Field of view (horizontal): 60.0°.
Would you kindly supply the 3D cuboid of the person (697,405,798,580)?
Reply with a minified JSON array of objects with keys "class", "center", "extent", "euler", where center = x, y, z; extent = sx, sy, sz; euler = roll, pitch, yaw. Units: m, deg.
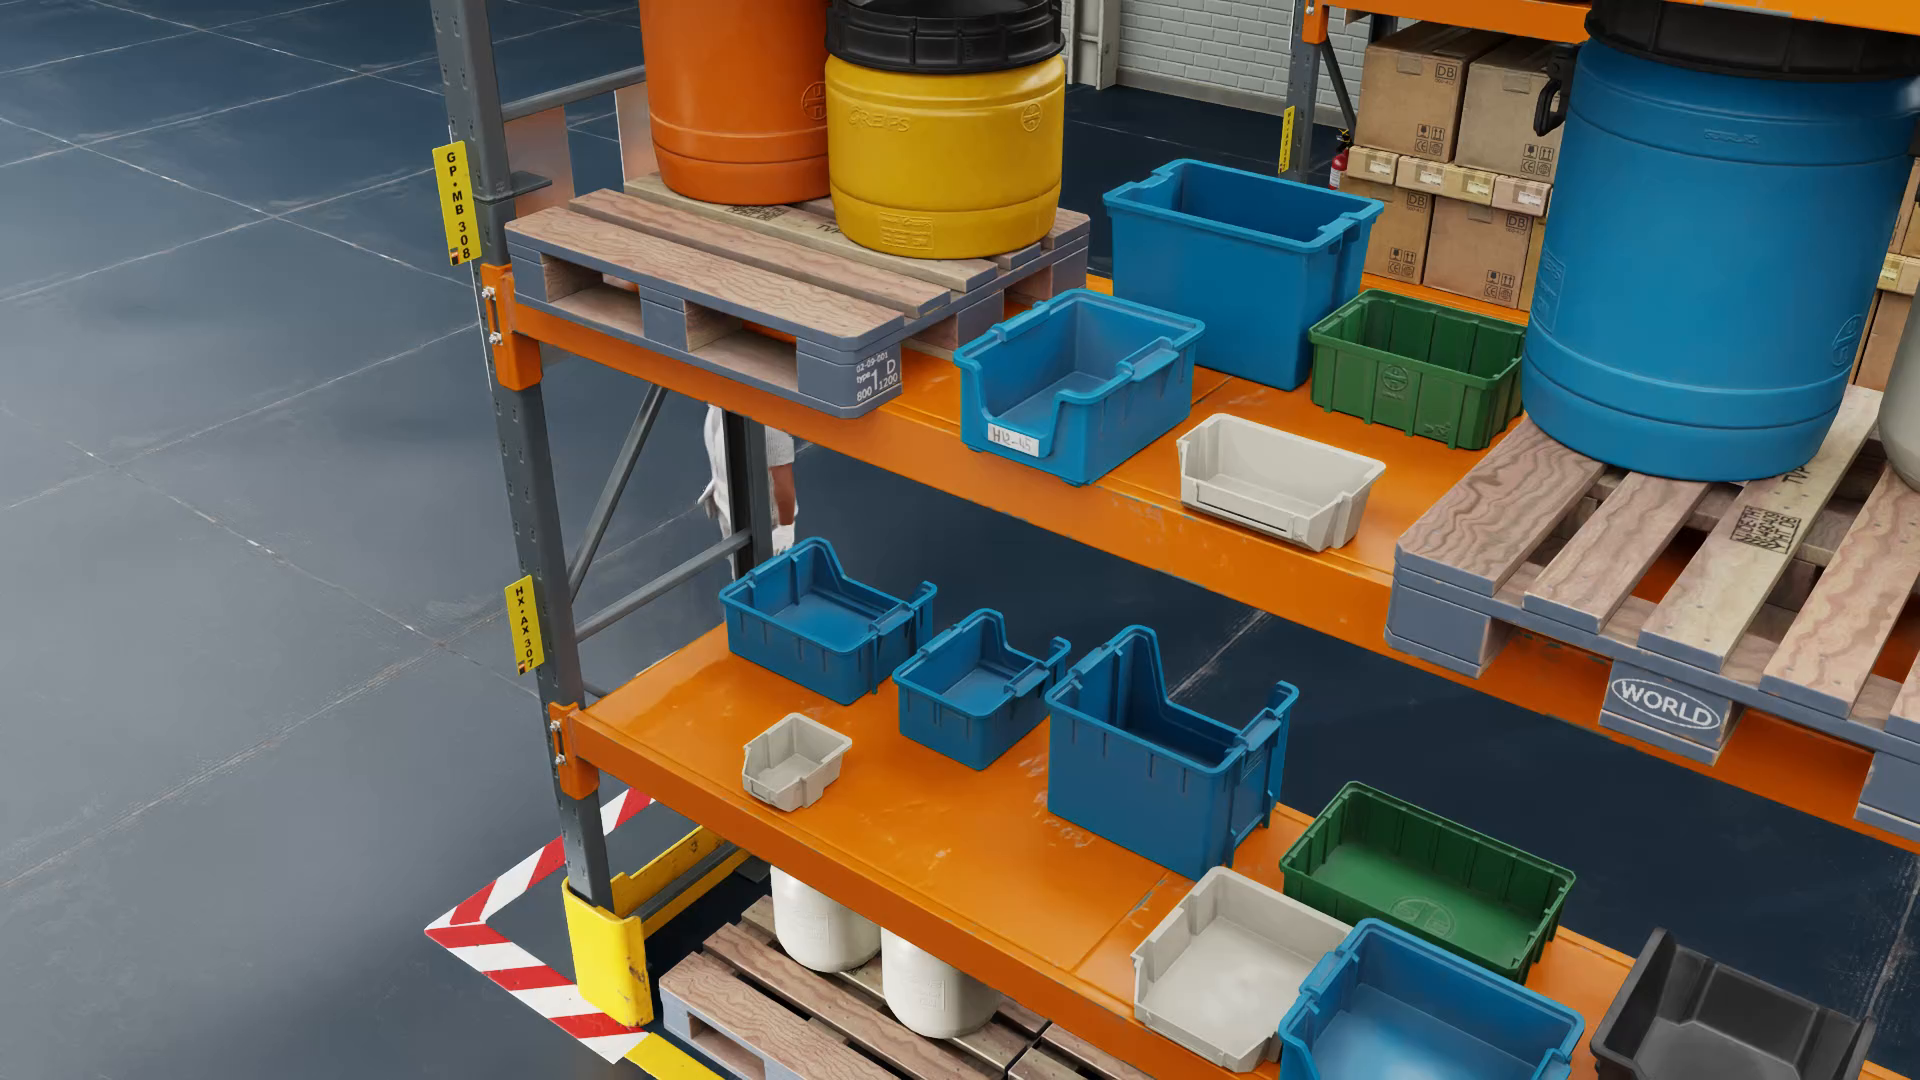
[{"class":"person","center":[-0.947,-0.125,7.307],"extent":[0.426,1.801,0.622],"euler":[-14,33,-22]}]
